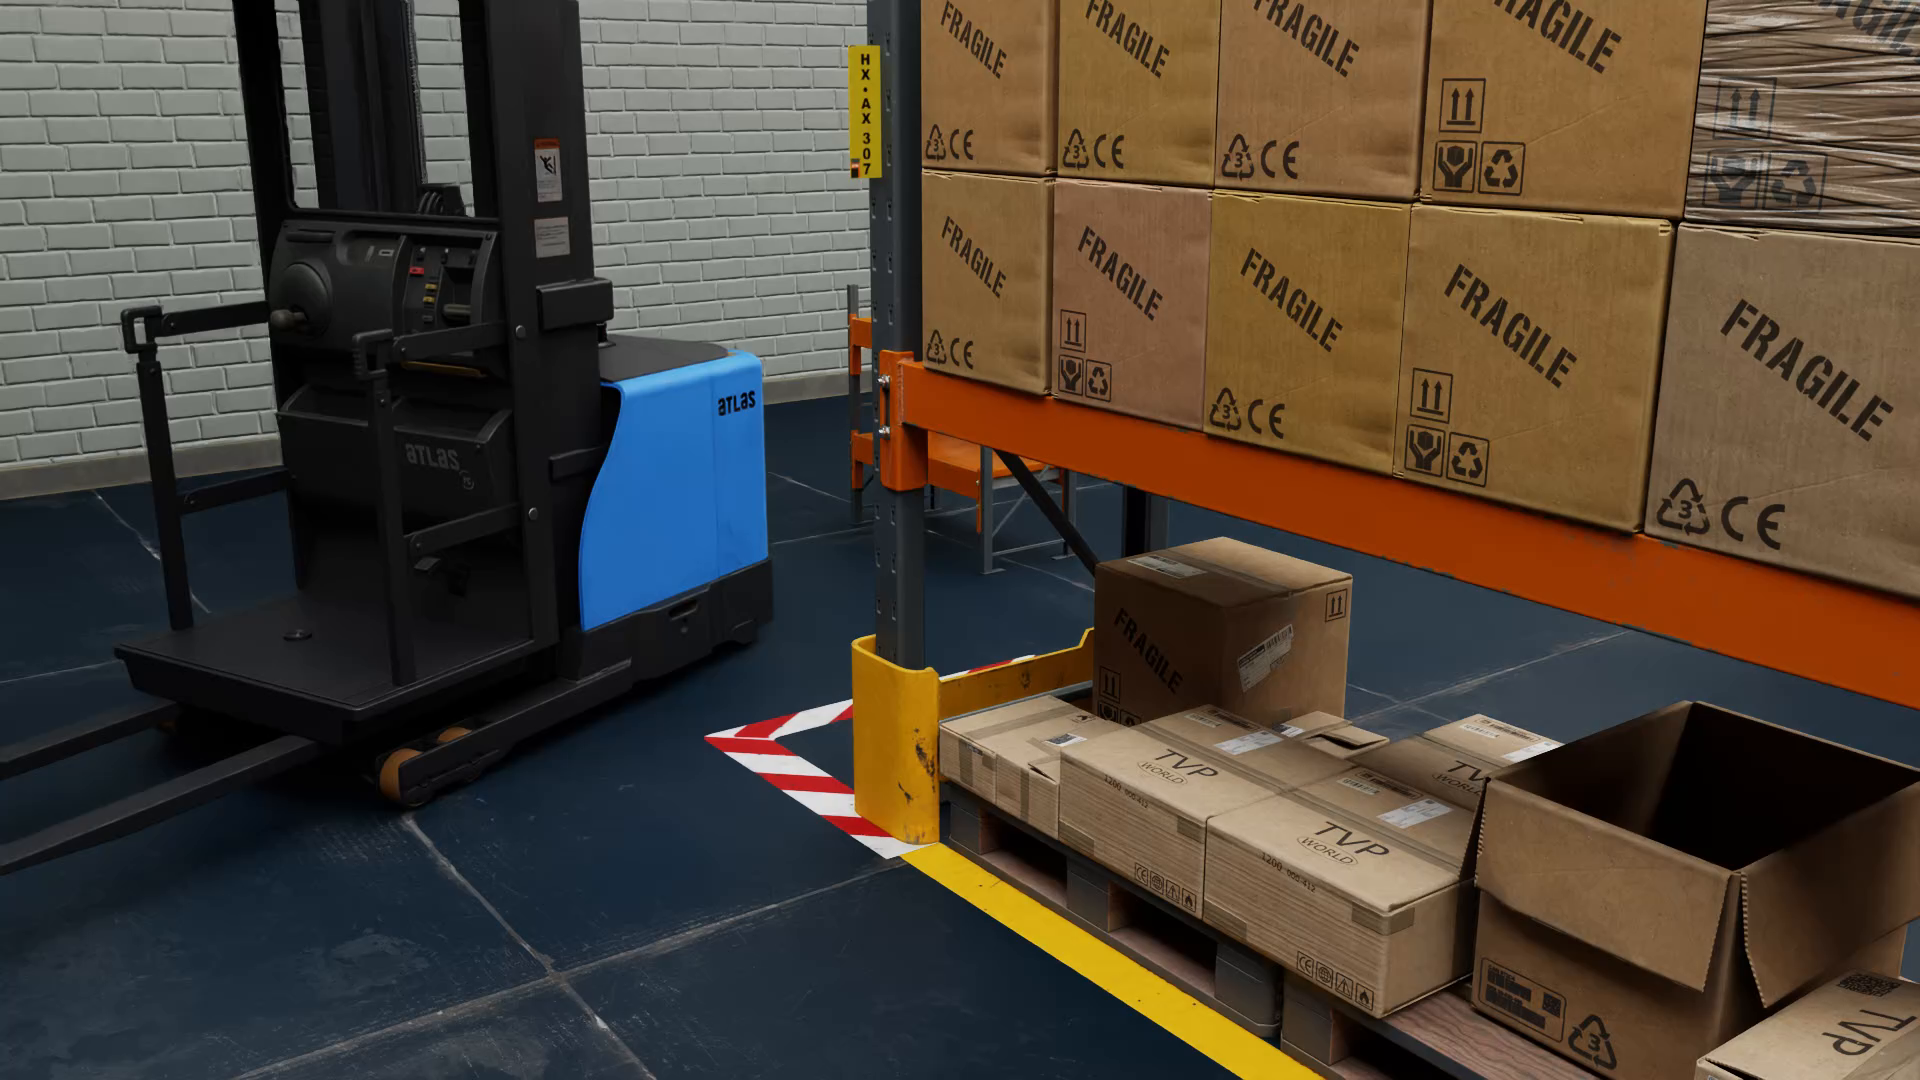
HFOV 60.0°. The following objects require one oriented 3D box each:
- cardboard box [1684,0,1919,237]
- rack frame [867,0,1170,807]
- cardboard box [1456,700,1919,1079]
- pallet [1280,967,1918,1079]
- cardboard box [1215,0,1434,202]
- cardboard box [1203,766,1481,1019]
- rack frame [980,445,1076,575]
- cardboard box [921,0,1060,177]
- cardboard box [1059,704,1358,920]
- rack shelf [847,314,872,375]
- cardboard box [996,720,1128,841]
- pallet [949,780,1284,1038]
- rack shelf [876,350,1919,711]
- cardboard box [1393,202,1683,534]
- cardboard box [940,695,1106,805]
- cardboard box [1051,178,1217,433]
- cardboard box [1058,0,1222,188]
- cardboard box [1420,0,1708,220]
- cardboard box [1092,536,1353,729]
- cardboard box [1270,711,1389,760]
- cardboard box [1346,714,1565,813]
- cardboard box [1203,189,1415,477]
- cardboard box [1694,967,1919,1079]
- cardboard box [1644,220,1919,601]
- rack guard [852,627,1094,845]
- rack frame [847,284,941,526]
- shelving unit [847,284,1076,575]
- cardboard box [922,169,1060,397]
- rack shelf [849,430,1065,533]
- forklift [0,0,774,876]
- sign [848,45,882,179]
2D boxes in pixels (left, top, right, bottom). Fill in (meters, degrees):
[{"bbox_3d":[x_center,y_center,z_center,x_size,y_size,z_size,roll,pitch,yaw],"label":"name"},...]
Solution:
[{"bbox_3d":[1.447,-0.712,2.411,0.500,0.500,0.500,-11,19,-34],"label":"cardboard box"},{"bbox_3d":[0.201,-0.751,4.638,1.000,3.000,0.127,-11,19,-35],"label":"rack frame"},{"bbox_3d":[1.444,0.695,3.252,0.797,0.503,0.637,-11,19,-35],"label":"cardboard box"},{"bbox_3d":[1.429,1.041,3.374,1.003,0.211,1.213,-11,19,-35],"label":"pallet"},{"bbox_3d":[0.853,-0.928,3.201,0.500,0.500,0.500,-11,19,-34],"label":"cardboard box"},{"bbox_3d":[0.879,0.737,3.578,0.500,0.250,0.500,-11,19,-35],"label":"cardboard box"},{"bbox_3d":[0.295,-0.435,7.036,0.500,1.125,0.032,-11,19,-35],"label":"rack frame"},{"bbox_3d":[0.249,-1.146,3.997,0.500,0.500,0.500,-10,18,-33],"label":"cardboard box"},{"bbox_3d":[0.585,0.630,3.968,0.500,0.250,0.500,-11,19,-35],"label":"cardboard box"},{"bbox_3d":[-0.004,-0.826,7.356,0.538,0.278,1.000,-11,19,-35],"label":"rack shelf"},{"bbox_3d":[0.316,0.599,4.237,0.380,0.166,0.250,-11,19,-35],"label":"cardboard box"},{"bbox_3d":[0.715,0.780,4.326,1.003,0.211,1.213,-11,19,-35],"label":"pallet"},{"bbox_3d":[1.377,0.023,3.173,1.077,0.370,4.000,-11,19,-35],"label":"rack shelf"},{"bbox_3d":[1.142,-0.340,2.946,0.500,0.500,0.500,-11,19,-34],"label":"cardboard box"},{"bbox_3d":[0.169,0.555,4.435,0.380,0.149,0.250,-11,19,-35],"label":"cardboard box"},{"bbox_3d":[0.557,-0.554,3.730,0.500,0.500,0.500,-11,19,-35],"label":"cardboard box"},{"bbox_3d":[0.562,-1.035,3.594,0.500,0.500,0.500,-11,19,-34],"label":"cardboard box"},{"bbox_3d":[1.152,-0.819,2.805,0.500,0.500,0.500,-11,19,-35],"label":"cardboard box"},{"bbox_3d":[0.720,0.320,4.626,0.500,0.500,0.500,-11,19,-35],"label":"cardboard box"},{"bbox_3d":[0.886,0.582,4.303,0.380,0.166,0.250,-11,19,-35],"label":"cardboard box"},{"bbox_3d":[1.255,0.648,3.900,0.500,0.250,0.500,-11,19,-35],"label":"cardboard box"},{"bbox_3d":[0.849,-0.447,3.336,0.500,0.500,0.500,-11,19,-35],"label":"cardboard box"},{"bbox_3d":[1.548,0.950,2.683,0.500,0.311,0.500,-11,19,-35],"label":"cardboard box"},{"bbox_3d":[1.444,-0.231,2.550,0.500,0.500,0.500,-10,18,-33],"label":"cardboard box"},{"bbox_3d":[0.246,0.471,4.909,1.175,0.500,0.348,-11,19,-35],"label":"rack guard"},{"bbox_3d":[-0.303,-0.653,7.829,0.500,1.125,0.032,-11,19,-35],"label":"rack frame"},{"bbox_3d":[-0.004,-0.544,7.433,0.538,1.125,1.048,-11,19,-35],"label":"shelving unit"},{"bbox_3d":[0.249,-0.664,4.129,0.500,0.500,0.500,-10,18,-33],"label":"cardboard box"},{"bbox_3d":[-0.004,-0.308,7.497,0.538,0.278,1.000,-11,19,-35],"label":"rack shelf"},{"bbox_3d":[-1.871,-0.785,4.890,1.130,2.935,3.031,9,18,29],"label":"forklift"},{"bbox_3d":[-0.238,-1.084,4.216,0.100,0.325,0.005,-11,19,-35],"label":"sign"}]
